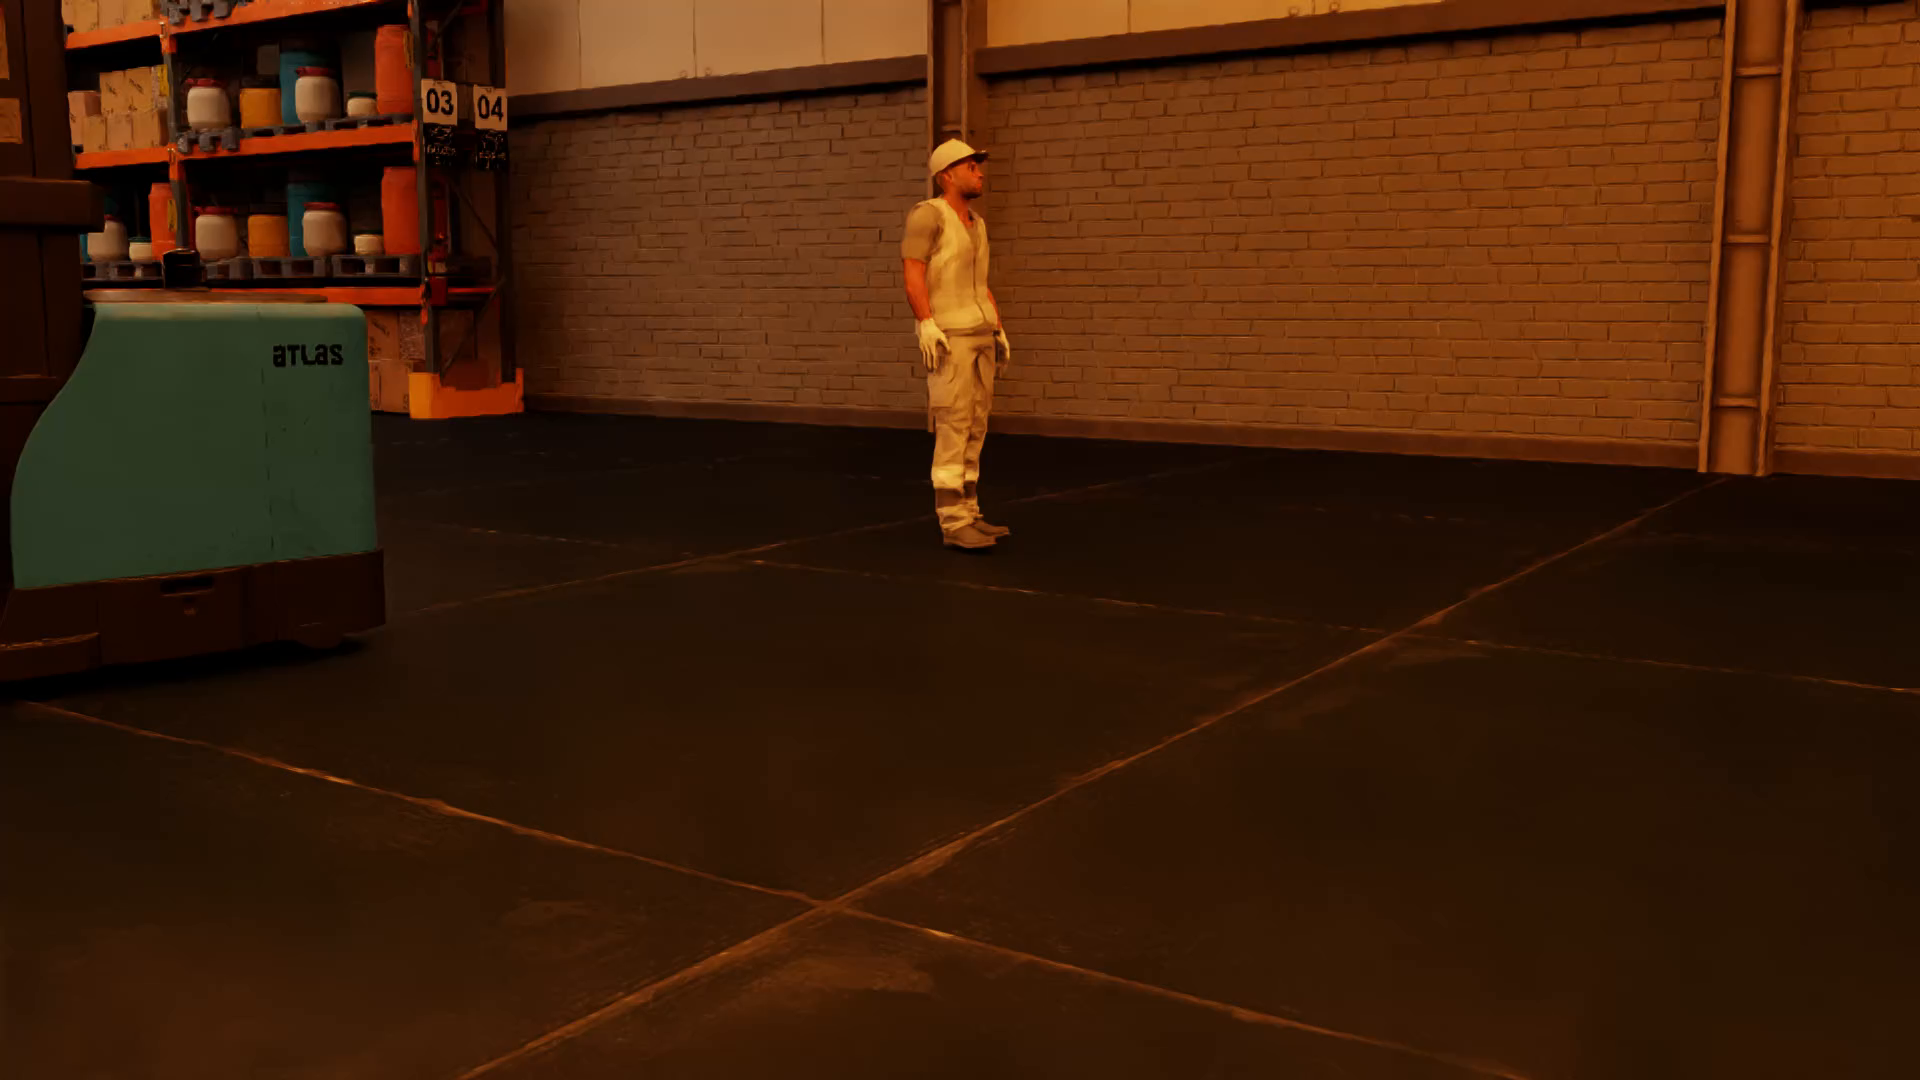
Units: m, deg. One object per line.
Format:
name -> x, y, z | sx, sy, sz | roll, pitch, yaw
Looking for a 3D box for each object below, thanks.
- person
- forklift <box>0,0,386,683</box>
person -> 0.060, -0.885, 7.423 | 0.563, 1.787, 0.637 | 5, 10, 34
forklift -> -3.218, -1.019, 4.356 | 3.031, 2.935, 1.130 | -8, 11, -43
